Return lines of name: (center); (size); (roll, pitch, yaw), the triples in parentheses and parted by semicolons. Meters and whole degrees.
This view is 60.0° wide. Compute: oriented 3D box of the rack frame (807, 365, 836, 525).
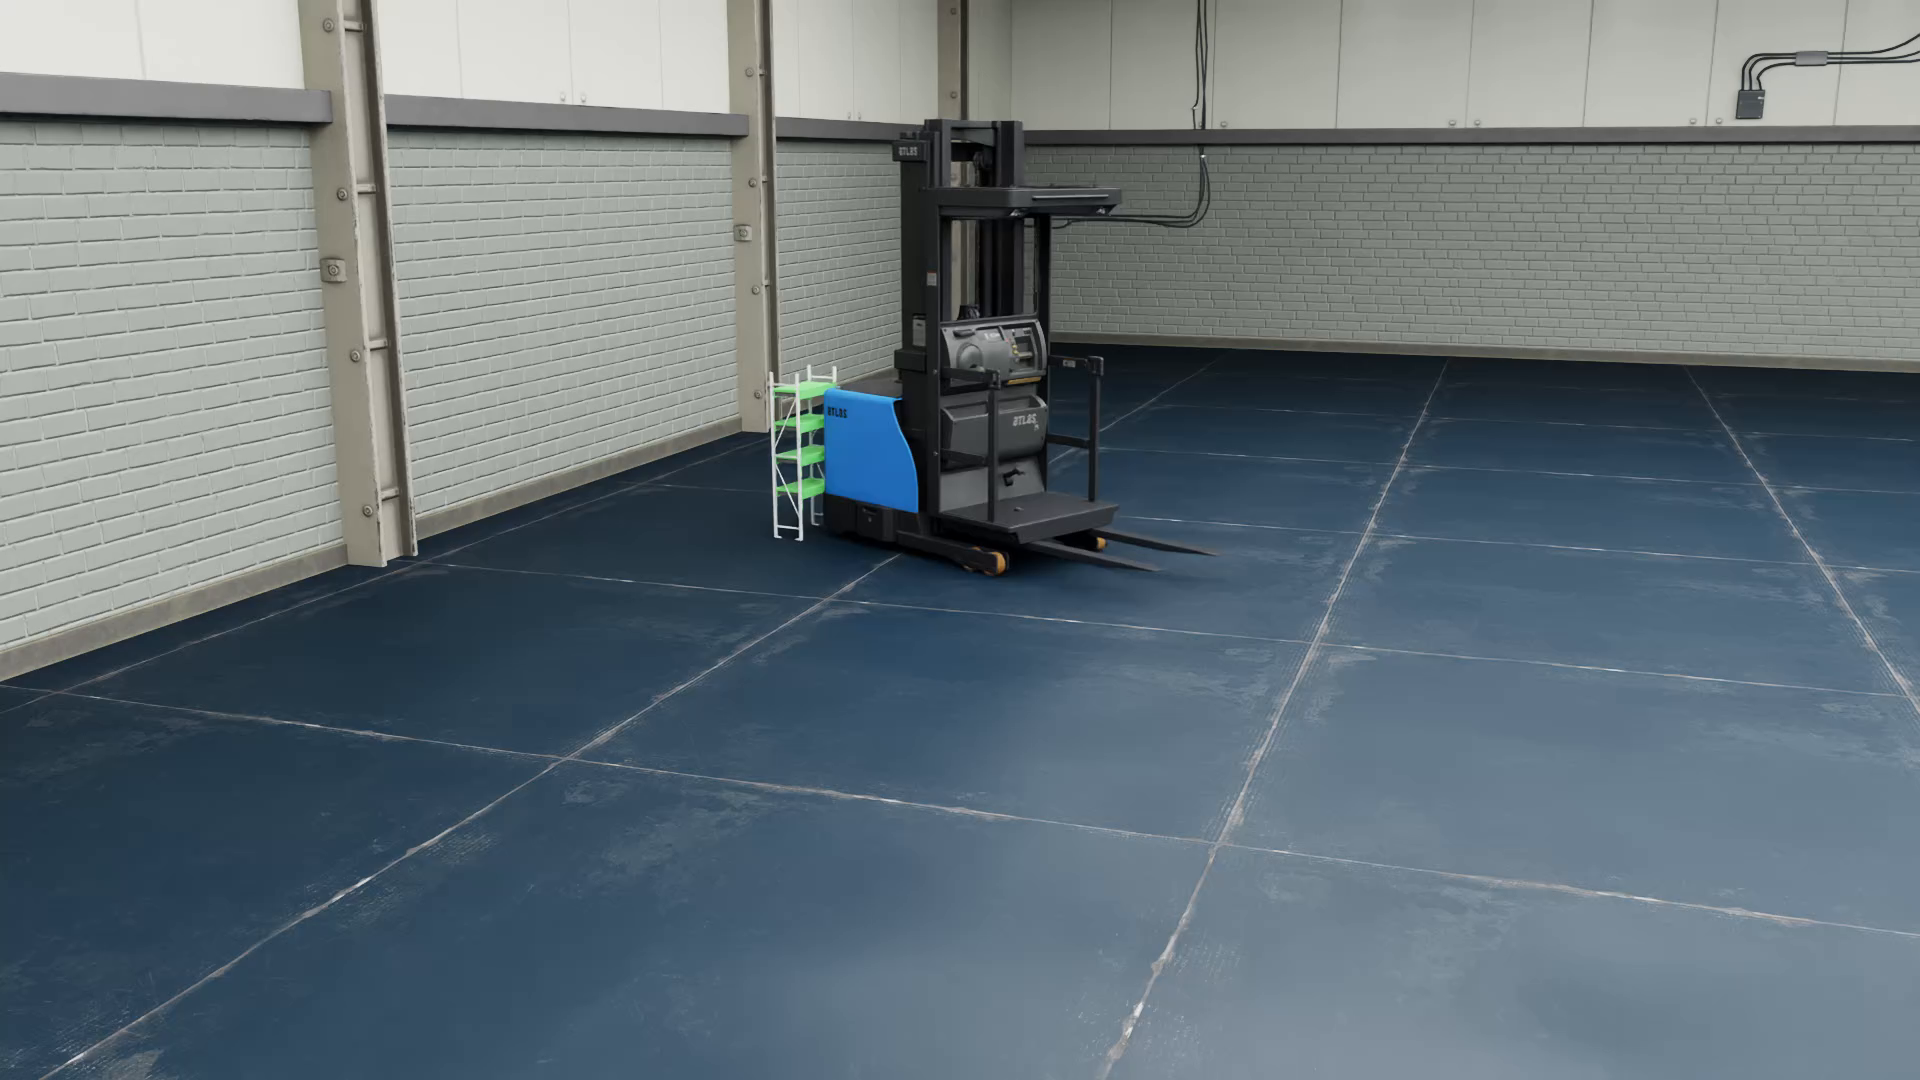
rack frame: (-1.012, -0.692, 12.319); (0.240, 1.200, 0.015); (6, 14, 27)

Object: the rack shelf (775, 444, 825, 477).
rack shelf: (-1.127, -0.581, 12.123); (0.258, 0.148, 0.480); (6, 14, 27)

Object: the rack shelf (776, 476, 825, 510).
rack shelf: (-1.126, -0.347, 12.176); (0.258, 0.148, 0.480); (6, 14, 27)

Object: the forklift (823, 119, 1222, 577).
forklift: (0.385, -1.316, 11.168); (1.130, 2.935, 3.031); (-12, 18, -43)

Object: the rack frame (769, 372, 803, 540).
rack frame: (-1.243, -0.596, 11.899); (0.240, 1.200, 0.015); (6, 14, 27)

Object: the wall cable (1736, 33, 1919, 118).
wall cable: (11.095, -8.280, 20.400); (2.305, 6.003, 0.169); (4, 14, 18)

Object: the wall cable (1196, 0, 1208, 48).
wall cable: (4.677, -8.062, 22.717); (3.097, 2.526, 0.112); (4, 14, 18)

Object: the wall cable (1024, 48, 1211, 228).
wall cable: (2.117, -5.795, 24.133); (3.097, 2.526, 0.112); (4, 14, 18)

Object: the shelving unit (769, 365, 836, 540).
shelving unit: (-1.128, -0.644, 12.109); (0.258, 1.200, 0.503); (6, 14, 27)

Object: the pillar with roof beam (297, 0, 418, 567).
pillar with roof beam: (0.103, -3.947, 9.059); (9.100, 9.000, 0.400); (4, 14, 18)

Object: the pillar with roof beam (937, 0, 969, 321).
pillar with roof beam: (3.986, -6.474, 20.129); (9.100, 9.000, 0.400); (4, 14, 18)

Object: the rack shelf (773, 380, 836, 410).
rack shelf: (-1.130, -1.050, 12.017); (0.258, 0.148, 0.480); (6, 14, 27)

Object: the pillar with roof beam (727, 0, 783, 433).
pillar with roof beam: (2.045, -5.211, 14.594); (9.100, 9.000, 0.400); (4, 14, 18)

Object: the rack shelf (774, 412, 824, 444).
rack shelf: (-1.128, -0.816, 12.070); (0.258, 0.148, 0.480); (6, 14, 27)
